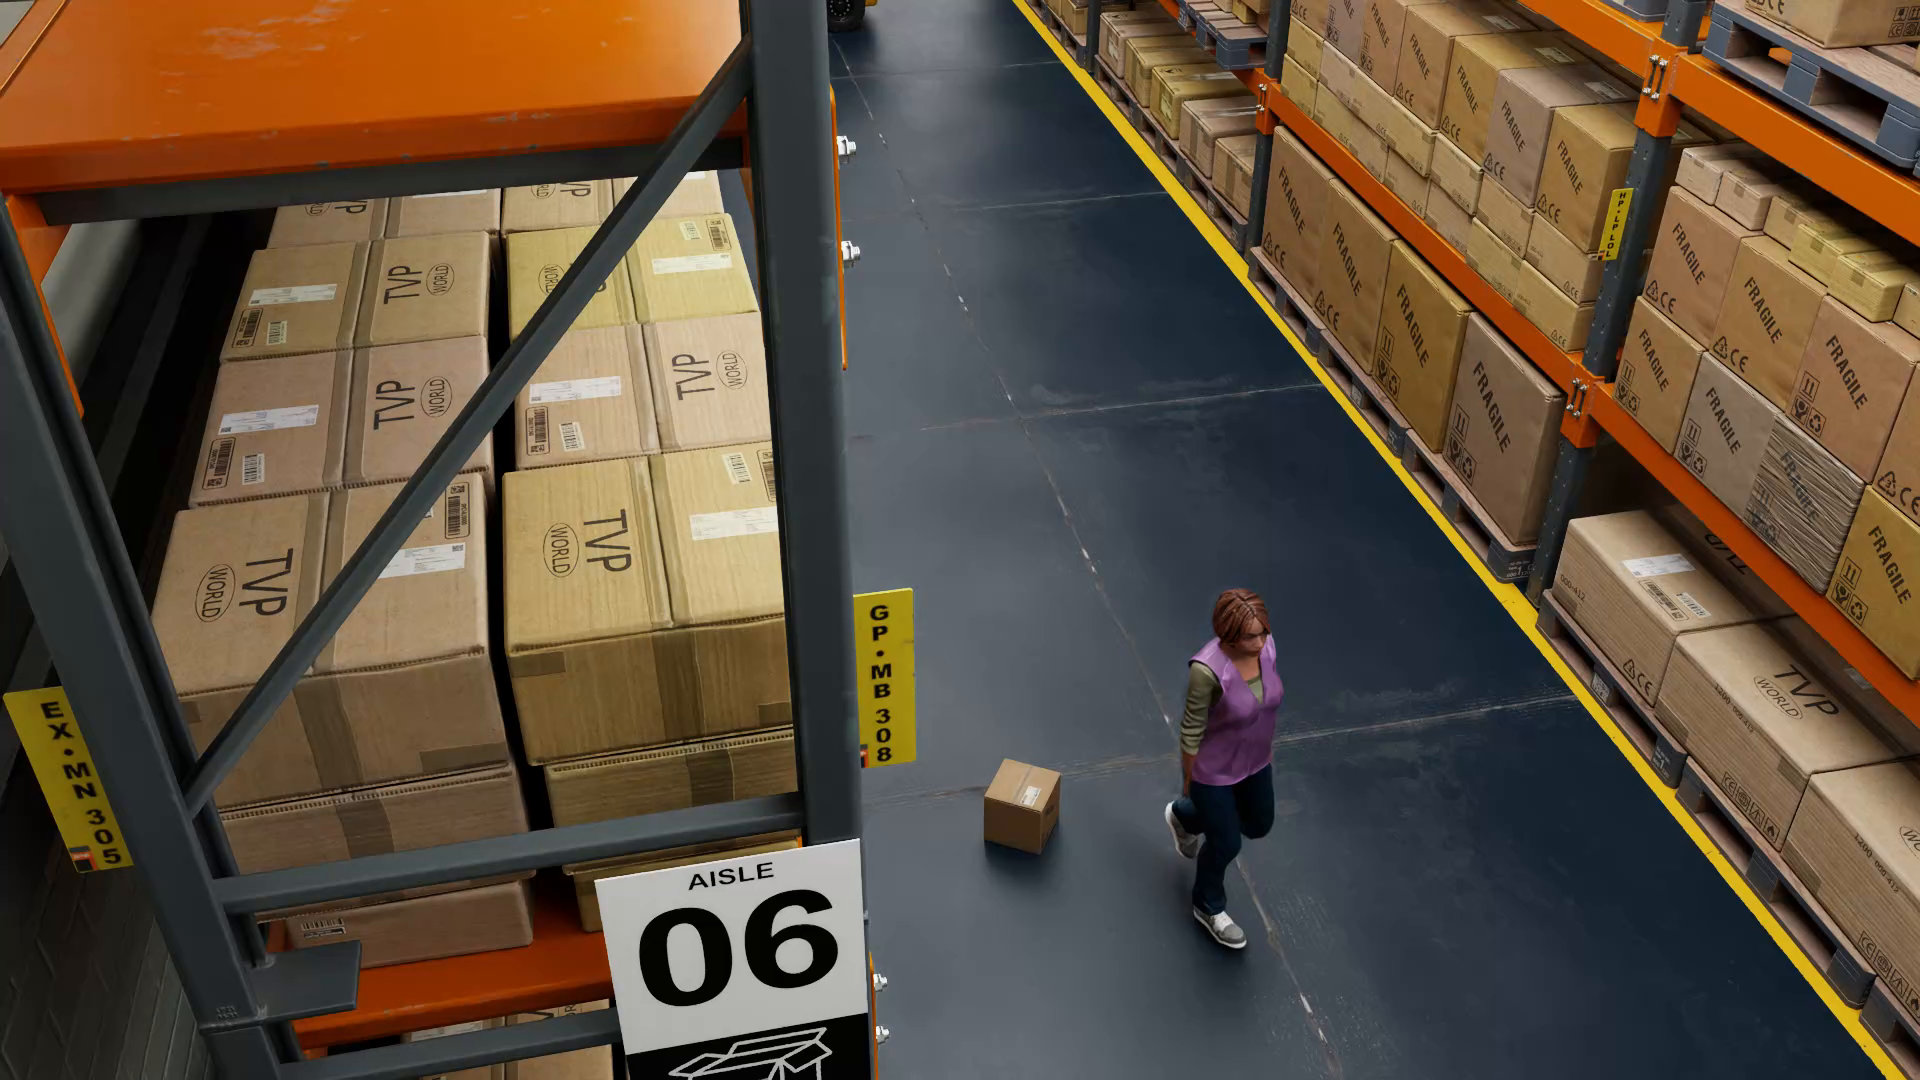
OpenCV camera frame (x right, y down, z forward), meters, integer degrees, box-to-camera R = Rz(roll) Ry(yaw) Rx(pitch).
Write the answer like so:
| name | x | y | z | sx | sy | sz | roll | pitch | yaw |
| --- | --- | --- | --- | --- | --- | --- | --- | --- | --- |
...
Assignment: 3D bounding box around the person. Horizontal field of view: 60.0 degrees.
| name | x | y | z | sx | sy | sz | roll | pitch | yaw |
| --- | --- | --- | --- | --- | --- | --- | --- | --- | --- |
| person | 0.953 | 0.796 | 6.179 | 0.413 | 1.586 | 0.568 | -24 | 41 | -30 |
